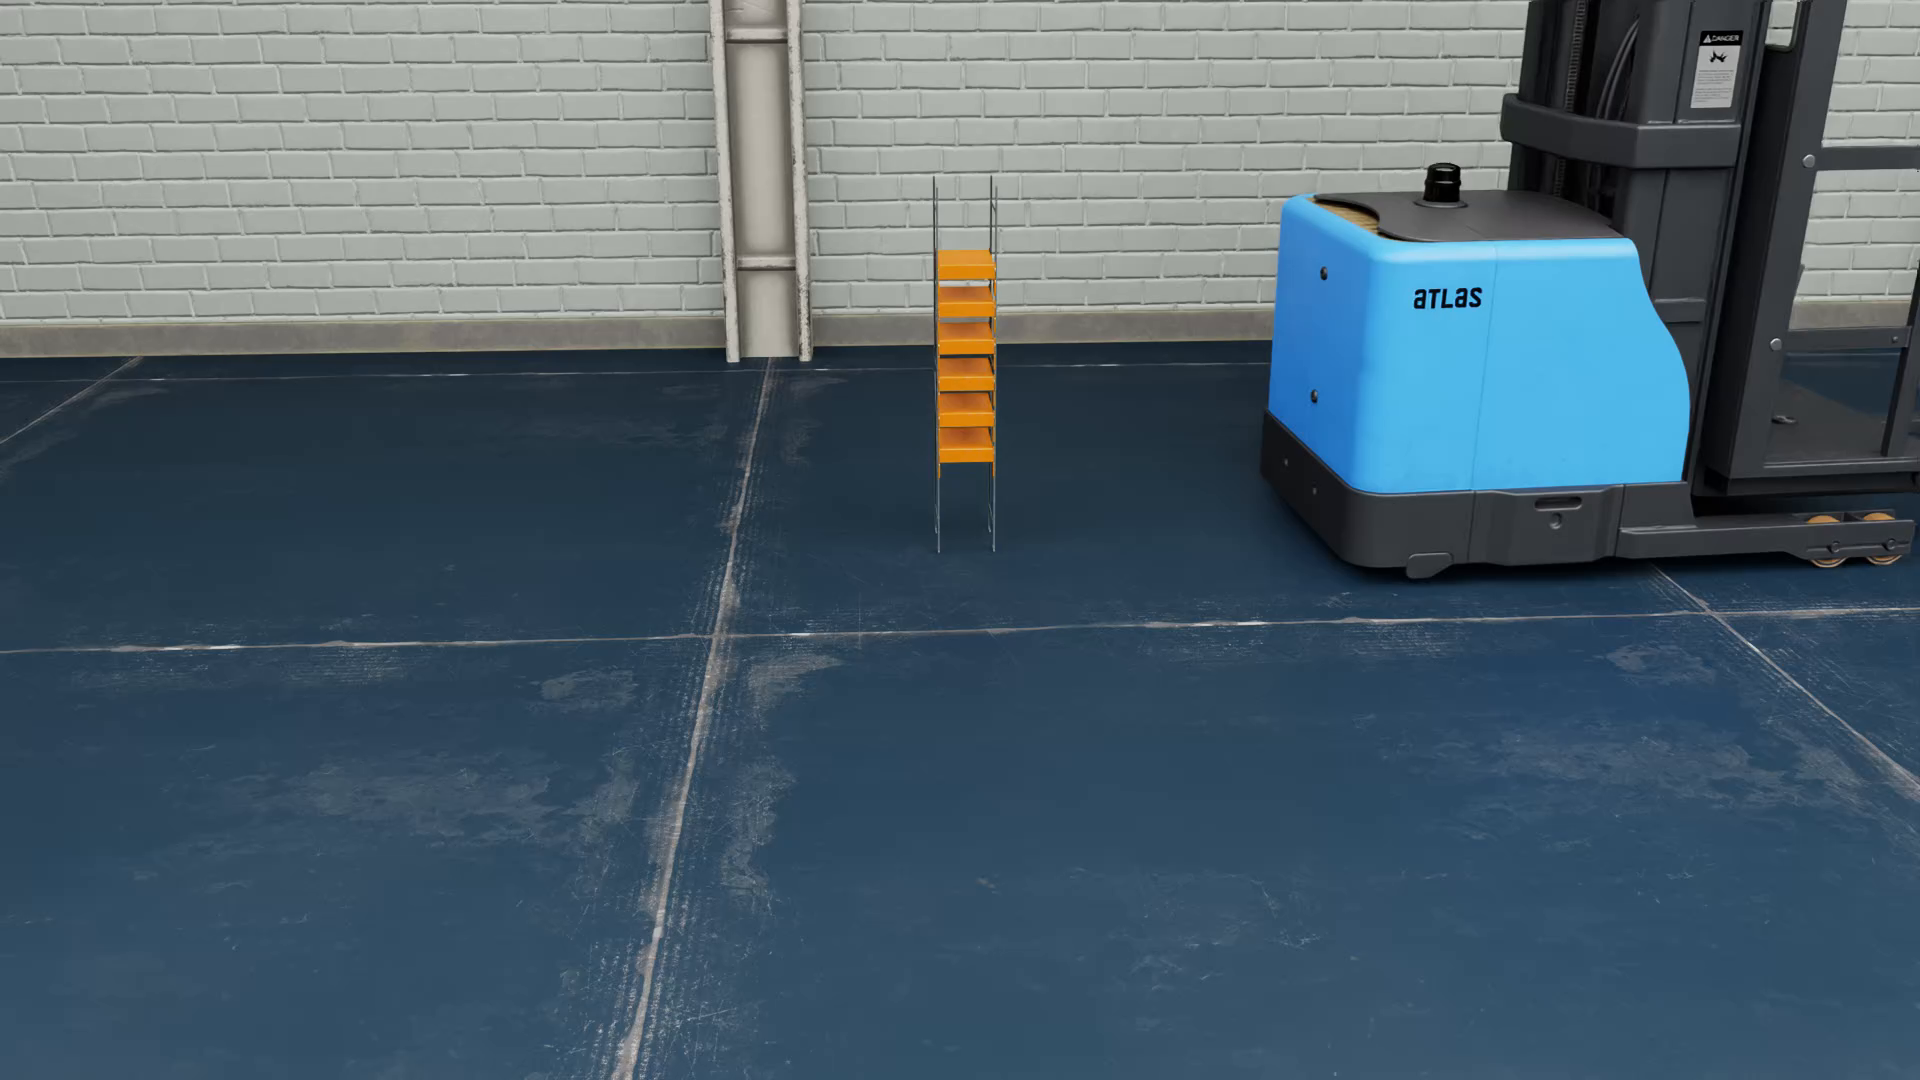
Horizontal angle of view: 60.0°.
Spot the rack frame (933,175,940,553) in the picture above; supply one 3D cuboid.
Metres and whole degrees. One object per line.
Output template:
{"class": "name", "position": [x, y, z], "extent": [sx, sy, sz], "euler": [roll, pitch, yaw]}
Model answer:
{"class": "rack frame", "position": [-0.077, -0.559, 5.403], "extent": [0.006, 1.200, 0.240], "euler": [-1, 21, -3]}

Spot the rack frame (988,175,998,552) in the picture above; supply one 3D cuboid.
{"class": "rack frame", "position": [0.106, -0.563, 5.413], "extent": [0.006, 1.200, 0.240], "euler": [-1, 21, -3]}

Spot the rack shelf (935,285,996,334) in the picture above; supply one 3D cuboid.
{"class": "rack shelf", "position": [0.014, -0.744, 5.339], "extent": [0.180, 0.103, 0.258], "euler": [-1, 21, -3]}

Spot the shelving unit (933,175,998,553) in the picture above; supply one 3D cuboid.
{"class": "shelving unit", "position": [0.014, -0.561, 5.408], "extent": [0.189, 1.200, 0.258], "euler": [-1, 21, -3]}

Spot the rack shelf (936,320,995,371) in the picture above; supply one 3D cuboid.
{"class": "rack shelf", "position": [0.014, -0.632, 5.381], "extent": [0.180, 0.103, 0.258], "euler": [-1, 21, -3]}

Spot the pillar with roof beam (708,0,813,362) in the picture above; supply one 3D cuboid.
{"class": "pillar with roof beam", "position": [-0.661, -3.571, 2.354], "extent": [0.400, 9.000, 9.100], "euler": [-1, 21, -3]}

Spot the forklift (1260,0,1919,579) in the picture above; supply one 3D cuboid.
{"class": "forklift", "position": [2.651, -1.464, 5.347], "extent": [3.031, 2.935, 1.130], "euler": [-3, 21, -7]}

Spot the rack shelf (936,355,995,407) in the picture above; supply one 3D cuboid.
{"class": "rack shelf", "position": [0.014, -0.520, 5.424], "extent": [0.180, 0.103, 0.258], "euler": [-1, 21, -3]}

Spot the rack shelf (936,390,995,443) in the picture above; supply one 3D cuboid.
{"class": "rack shelf", "position": [0.014, -0.407, 5.467], "extent": [0.180, 0.103, 0.258], "euler": [-1, 21, -3]}

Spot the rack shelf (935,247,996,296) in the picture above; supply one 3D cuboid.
{"class": "rack shelf", "position": [0.014, -0.856, 5.296], "extent": [0.180, 0.103, 0.258], "euler": [-1, 21, -3]}

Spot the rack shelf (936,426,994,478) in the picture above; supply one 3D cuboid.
{"class": "rack shelf", "position": [0.014, -0.295, 5.509], "extent": [0.180, 0.103, 0.258], "euler": [-1, 21, -3]}
